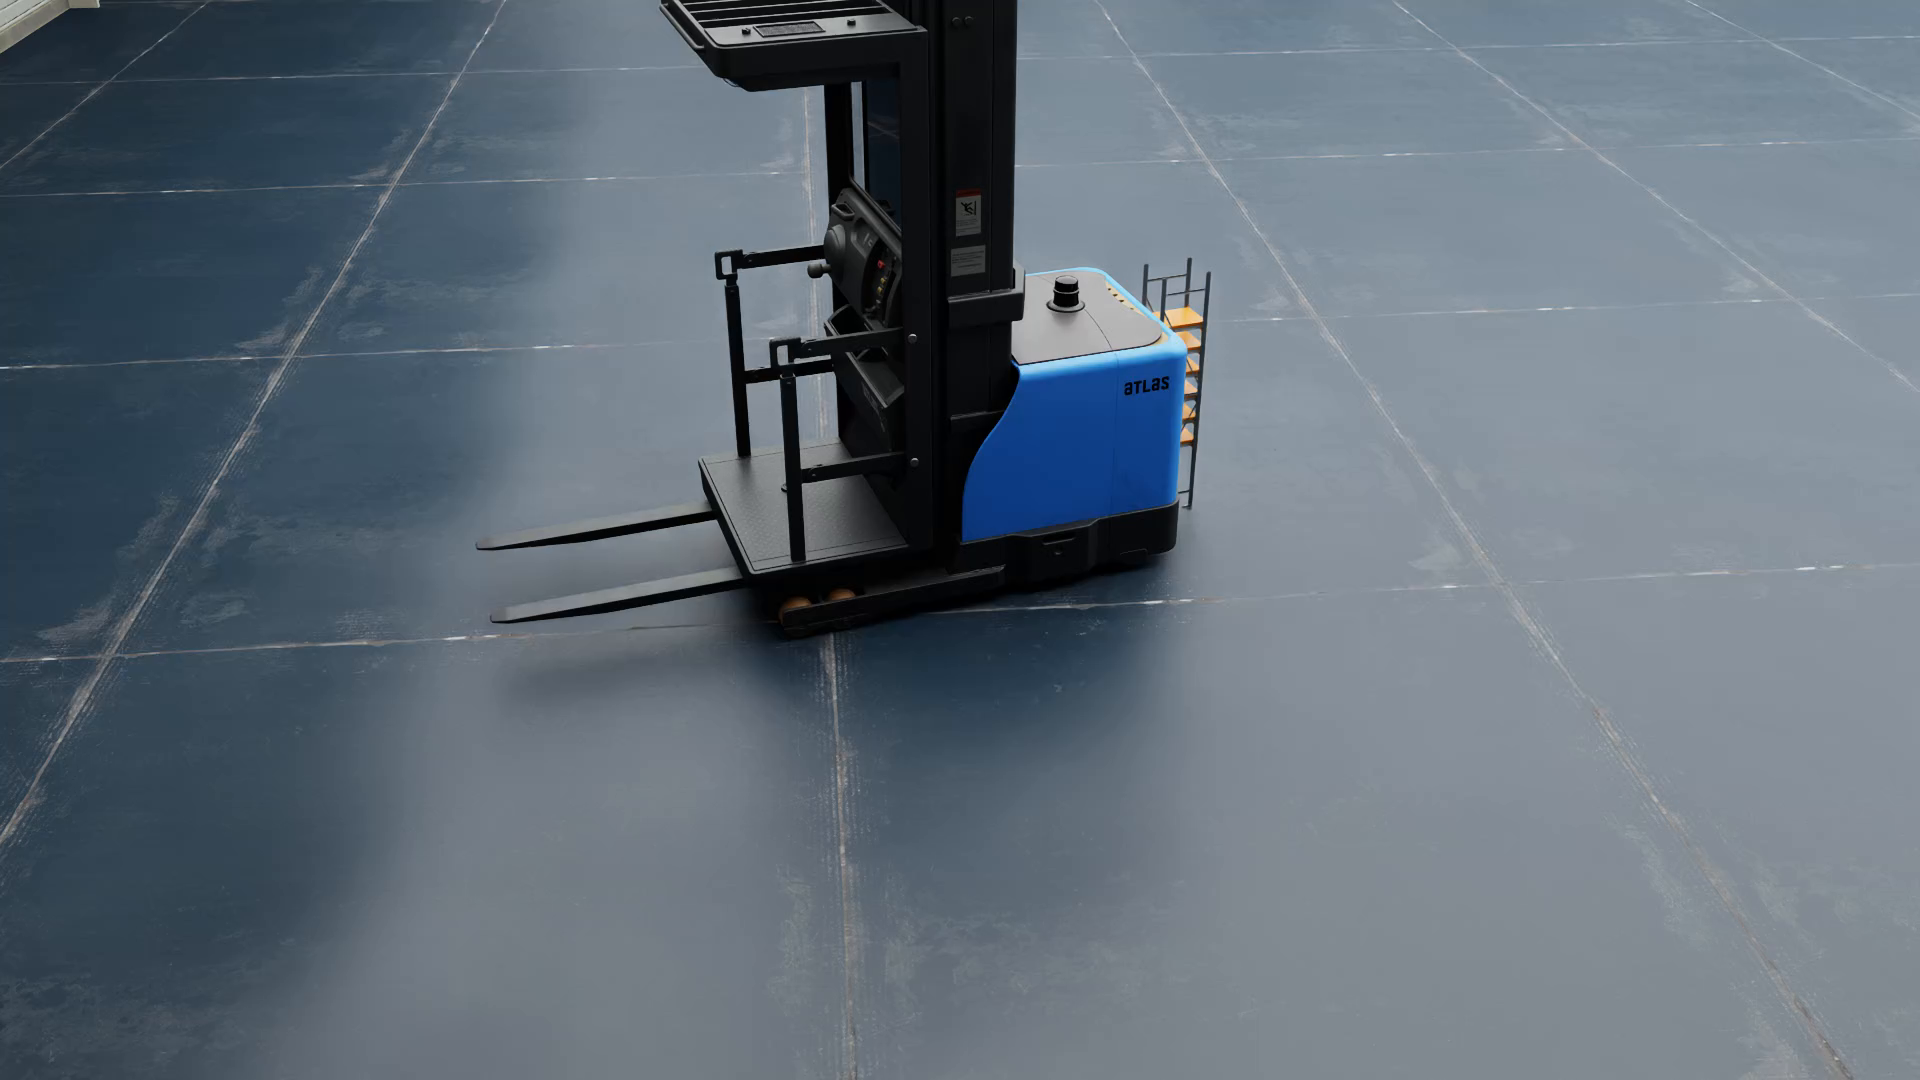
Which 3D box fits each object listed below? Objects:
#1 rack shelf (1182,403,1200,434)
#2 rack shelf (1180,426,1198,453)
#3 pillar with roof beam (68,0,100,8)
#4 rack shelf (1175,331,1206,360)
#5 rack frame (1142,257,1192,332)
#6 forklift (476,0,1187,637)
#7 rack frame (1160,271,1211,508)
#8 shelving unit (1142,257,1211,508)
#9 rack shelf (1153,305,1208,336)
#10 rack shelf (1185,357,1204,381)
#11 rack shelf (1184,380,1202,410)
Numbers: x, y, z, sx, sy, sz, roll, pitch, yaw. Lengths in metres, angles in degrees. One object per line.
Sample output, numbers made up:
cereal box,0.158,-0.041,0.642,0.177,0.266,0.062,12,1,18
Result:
rack shelf,0.975,-0.563,7.843,0.258,0.103,0.180,-11,33,-18
rack shelf,0.975,-0.460,7.905,0.258,0.103,0.180,-11,33,-18
pillar with roof beam,-4.545,-9.512,14.900,9.100,9.000,0.400,-3,31,-5
rack shelf,0.975,-0.872,7.659,0.258,0.103,0.180,-11,33,-18
rack frame,0.942,-0.748,7.832,0.240,1.200,0.006,-11,33,-18
forklift,-0.587,-1.152,6.821,3.031,2.935,1.130,-10,32,-17
rack frame,1.007,-0.660,7.686,0.240,1.200,0.006,-11,33,-18
shelving unit,0.975,-0.704,7.759,0.258,1.200,0.189,-11,33,-18
rack shelf,0.975,-0.975,7.597,0.258,0.103,0.180,-11,33,-18
rack shelf,0.975,-0.769,7.720,0.258,0.103,0.180,-11,33,-18
rack shelf,0.975,-0.666,7.782,0.258,0.103,0.180,-11,33,-18
